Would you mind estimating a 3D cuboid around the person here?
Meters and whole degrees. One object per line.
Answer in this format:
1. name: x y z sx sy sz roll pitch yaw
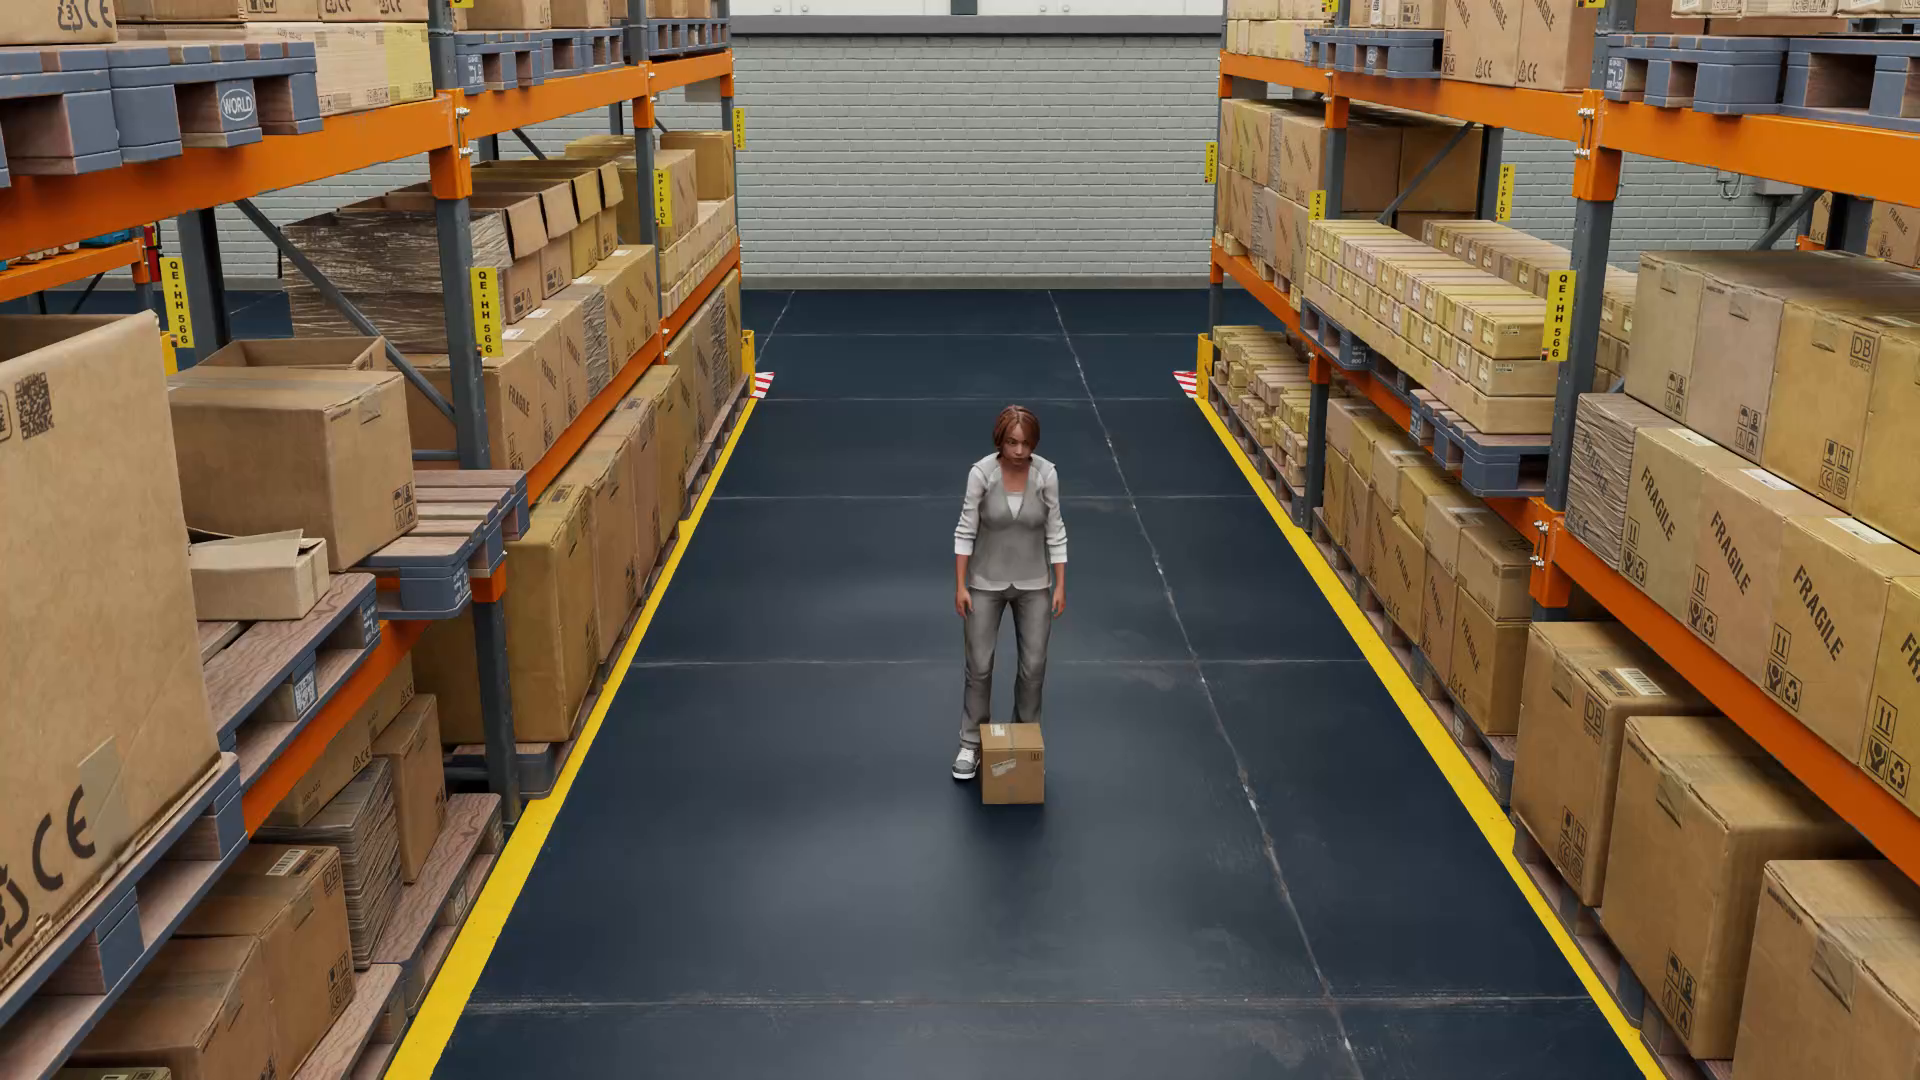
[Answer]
1. person: 0.201 0.211 6.891 0.477 1.594 0.342 -1 17 -3
